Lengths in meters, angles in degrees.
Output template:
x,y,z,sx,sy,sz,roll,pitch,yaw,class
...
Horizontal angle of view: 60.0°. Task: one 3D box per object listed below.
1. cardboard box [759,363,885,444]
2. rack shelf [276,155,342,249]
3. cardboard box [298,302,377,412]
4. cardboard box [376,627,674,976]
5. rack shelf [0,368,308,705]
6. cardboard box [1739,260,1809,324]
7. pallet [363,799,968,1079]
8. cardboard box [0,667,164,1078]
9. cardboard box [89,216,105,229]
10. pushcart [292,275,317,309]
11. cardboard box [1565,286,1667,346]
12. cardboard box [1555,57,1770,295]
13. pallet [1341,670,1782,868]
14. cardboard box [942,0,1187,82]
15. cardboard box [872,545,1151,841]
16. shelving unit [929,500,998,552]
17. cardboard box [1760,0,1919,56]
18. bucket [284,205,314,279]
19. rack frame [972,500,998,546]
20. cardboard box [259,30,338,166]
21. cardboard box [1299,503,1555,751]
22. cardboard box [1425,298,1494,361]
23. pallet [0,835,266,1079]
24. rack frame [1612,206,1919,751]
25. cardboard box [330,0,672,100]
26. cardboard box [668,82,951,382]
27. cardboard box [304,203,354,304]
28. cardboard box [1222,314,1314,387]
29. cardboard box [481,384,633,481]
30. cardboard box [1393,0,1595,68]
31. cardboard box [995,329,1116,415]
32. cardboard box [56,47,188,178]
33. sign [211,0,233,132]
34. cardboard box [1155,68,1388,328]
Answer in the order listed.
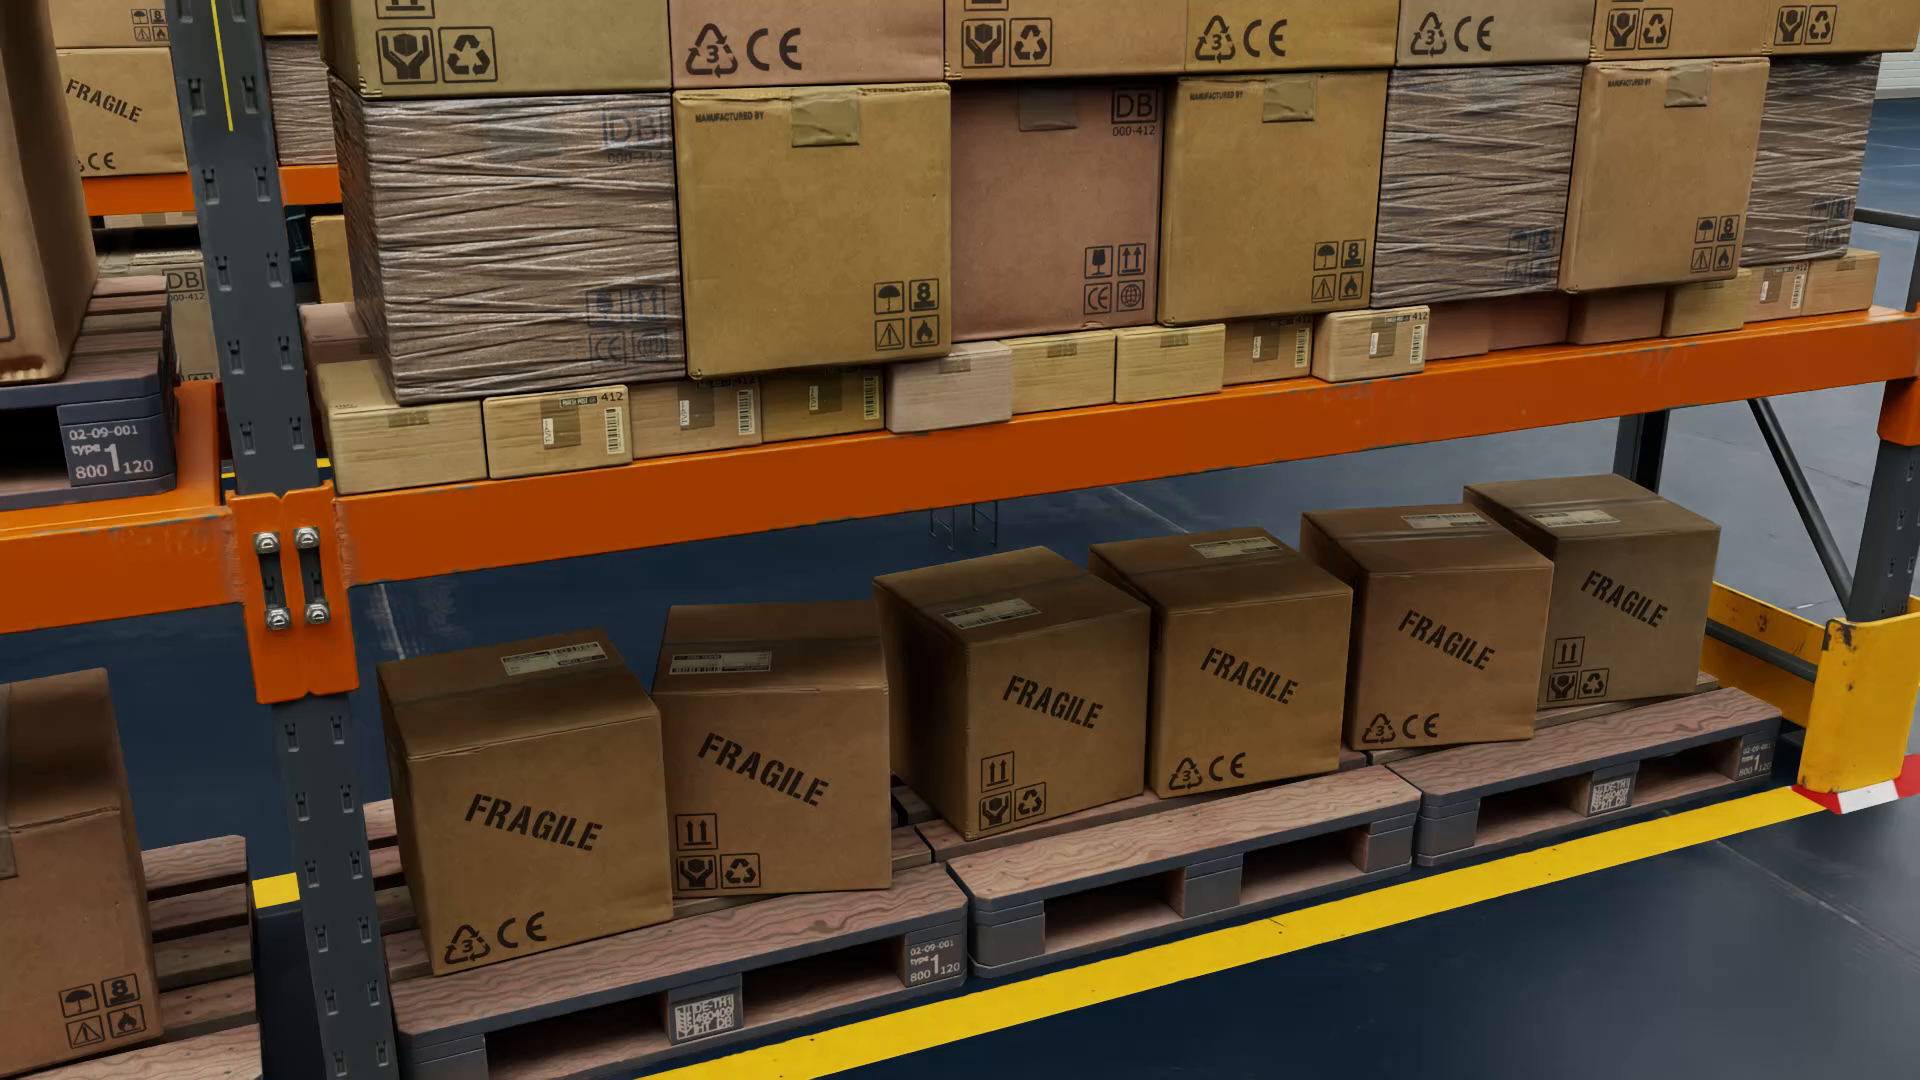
x,y,z,sx,sy,sz,roll,pitch,yaw,class
-0.331,-0.322,3.298,0.250,0.149,0.380,-8,21,-22,cardboard box
-1.362,-1.848,8.336,4.000,0.370,1.077,-8,21,-22,rack shelf
-1.246,-0.397,3.512,0.250,0.149,0.380,-8,21,-22,cardboard box
-0.944,0.543,3.596,0.500,0.500,0.500,-9,21,-24,cardboard box
-3.163,0.205,2.508,4.000,0.370,1.077,-8,21,-22,rack shelf
1.936,-0.672,4.294,0.250,0.149,0.380,-8,21,-22,cardboard box
-0.724,0.818,3.880,1.213,0.211,1.003,-8,21,-22,pallet
-1.899,0.648,3.267,0.500,0.500,0.700,-10,22,-26,cardboard box
-6.392,-2.213,11.616,0.625,0.372,0.950,-7,21,-19,cardboard box
-4.303,-1.494,10.198,0.936,0.377,1.648,-17,26,-40,pushcart
1.491,-0.596,4.076,0.250,0.149,0.380,-8,21,-22,cardboard box
1.418,-0.945,4.092,0.500,0.500,0.875,-8,21,-22,cardboard box
1.516,0.497,4.792,1.213,0.211,1.003,-8,21,-22,pallet
0.105,-1.171,3.226,0.500,0.500,0.500,-8,21,-22,cardboard box
0.118,0.359,4.116,0.500,0.500,0.500,-10,22,-27,cardboard box
0.013,-0.568,6.328,0.189,1.200,0.258,-8,21,-22,shelving unit
1.939,-1.435,3.979,0.500,0.500,0.500,-8,21,-22,cardboard box
-3.987,-1.818,9.808,0.620,0.611,0.726,-11,20,0,bucket
0.097,-0.580,6.362,0.006,1.200,0.240,-8,21,-22,rack frame
-2.865,-2.047,7.592,0.550,0.550,0.875,-8,21,-22,cardboard box
1.231,0.223,4.504,0.500,0.500,0.500,-3,20,-8,cardboard box
1.025,-0.536,3.905,0.250,0.149,0.380,-8,21,-22,cardboard box
-2.041,1.020,3.307,1.213,0.211,1.003,-8,21,-22,pallet
2.346,-0.924,4.630,0.127,3.000,1.000,-8,21,-22,rack frame
-0.813,-1.039,2.852,0.500,0.500,0.500,-8,21,-22,cardboard box
-0.416,-0.681,3.340,0.500,0.500,0.875,-8,21,-22,cardboard box
-2.594,-1.181,7.927,0.875,0.875,0.875,-8,21,-21,cardboard box
0.573,-0.464,3.702,0.250,0.149,0.380,-8,21,-22,cardboard box
-0.776,-0.245,3.079,0.250,0.149,0.380,-8,21,-22,cardboard box
1.022,-1.303,3.602,0.500,0.500,0.500,-8,21,-22,cardboard box
0.128,-0.388,3.485,0.250,0.149,0.380,-8,21,-22,cardboard box
-3.572,-1.821,7.026,0.500,0.500,0.500,-8,21,-22,cardboard box
-1.104,-0.775,2.464,0.005,0.325,0.100,-8,21,-22,sign
0.478,-0.830,3.766,0.500,0.500,0.875,-8,21,-22,cardboard box
